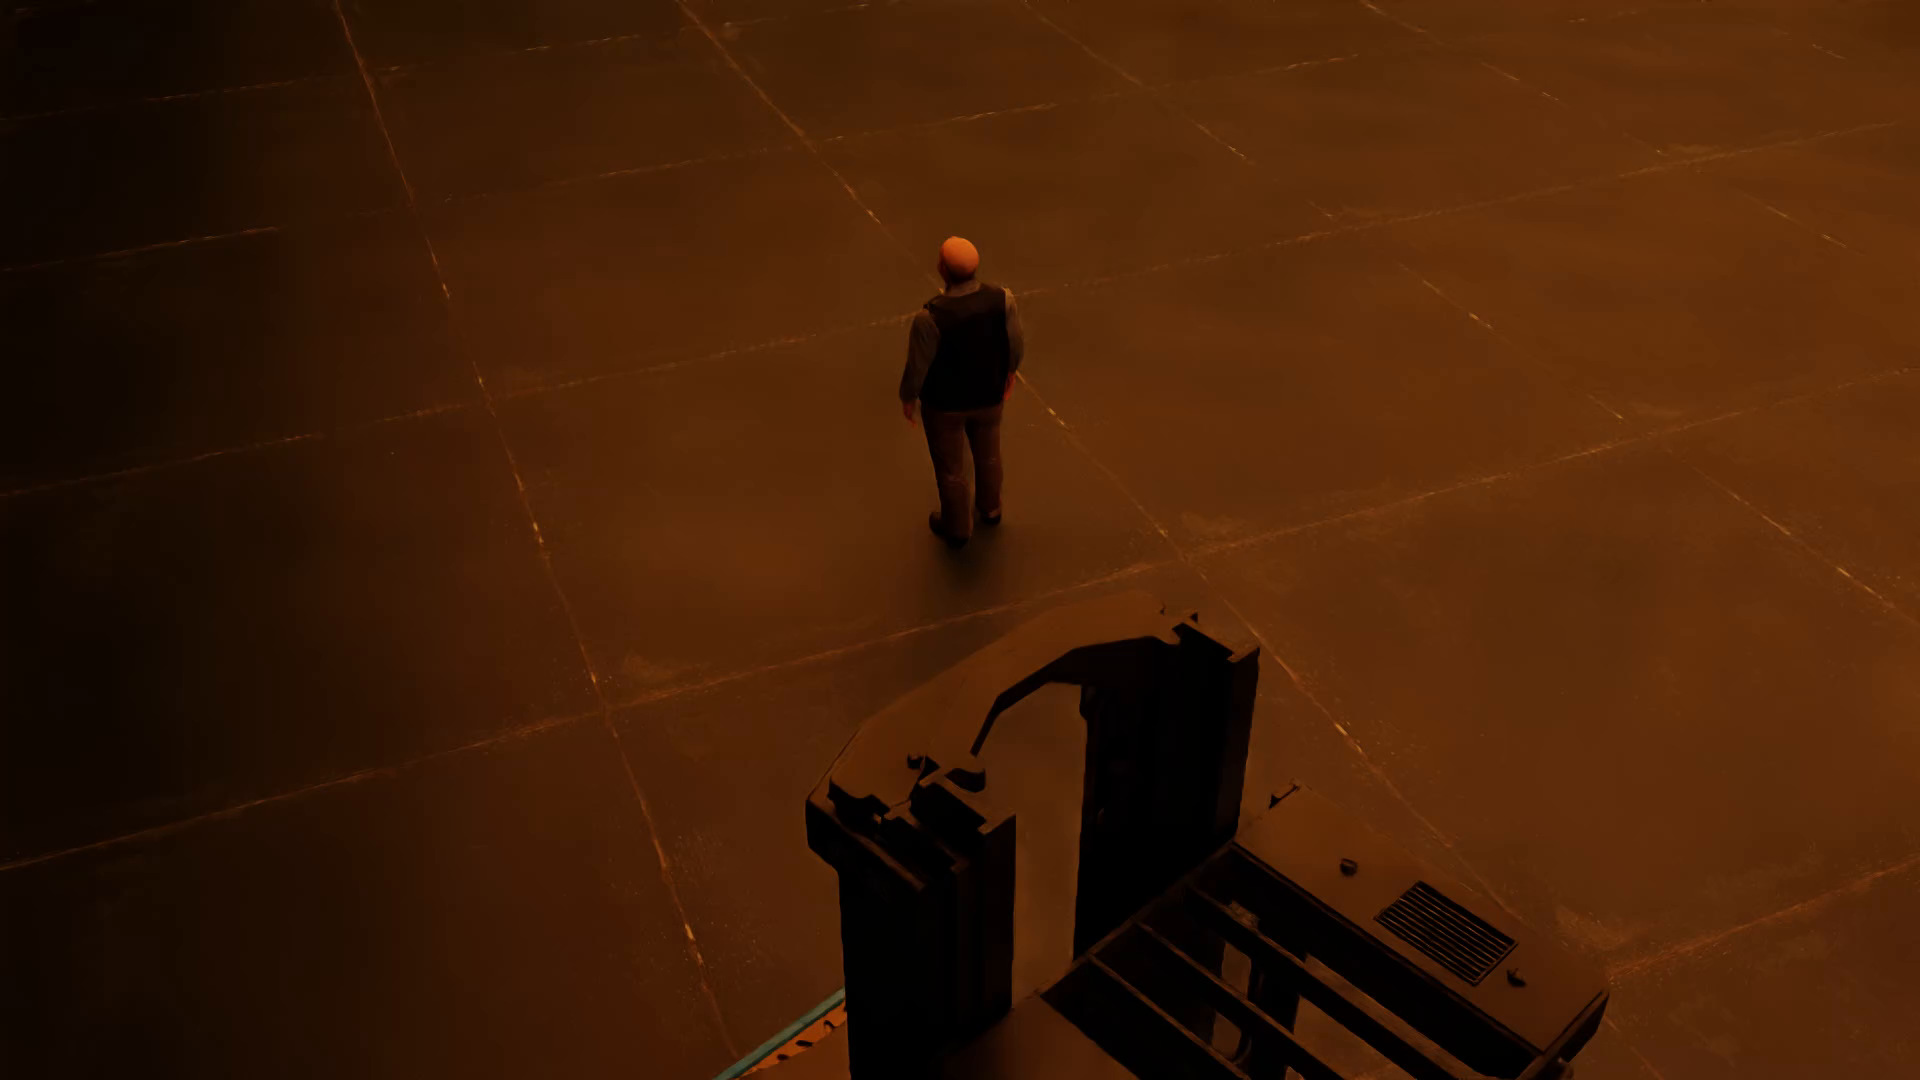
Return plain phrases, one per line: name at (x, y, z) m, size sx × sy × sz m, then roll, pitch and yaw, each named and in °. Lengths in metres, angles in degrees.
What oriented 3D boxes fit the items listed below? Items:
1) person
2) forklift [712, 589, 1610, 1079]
person at (-0.017, -0.743, 8.174) m, size 0.632 × 1.720 × 0.567 m, roll -14°, pitch 38°, yaw -19°
forklift at (0.541, 1.694, 3.716) m, size 1.130 × 2.935 × 3.031 m, roll -28°, pitch 44°, yaw -34°
